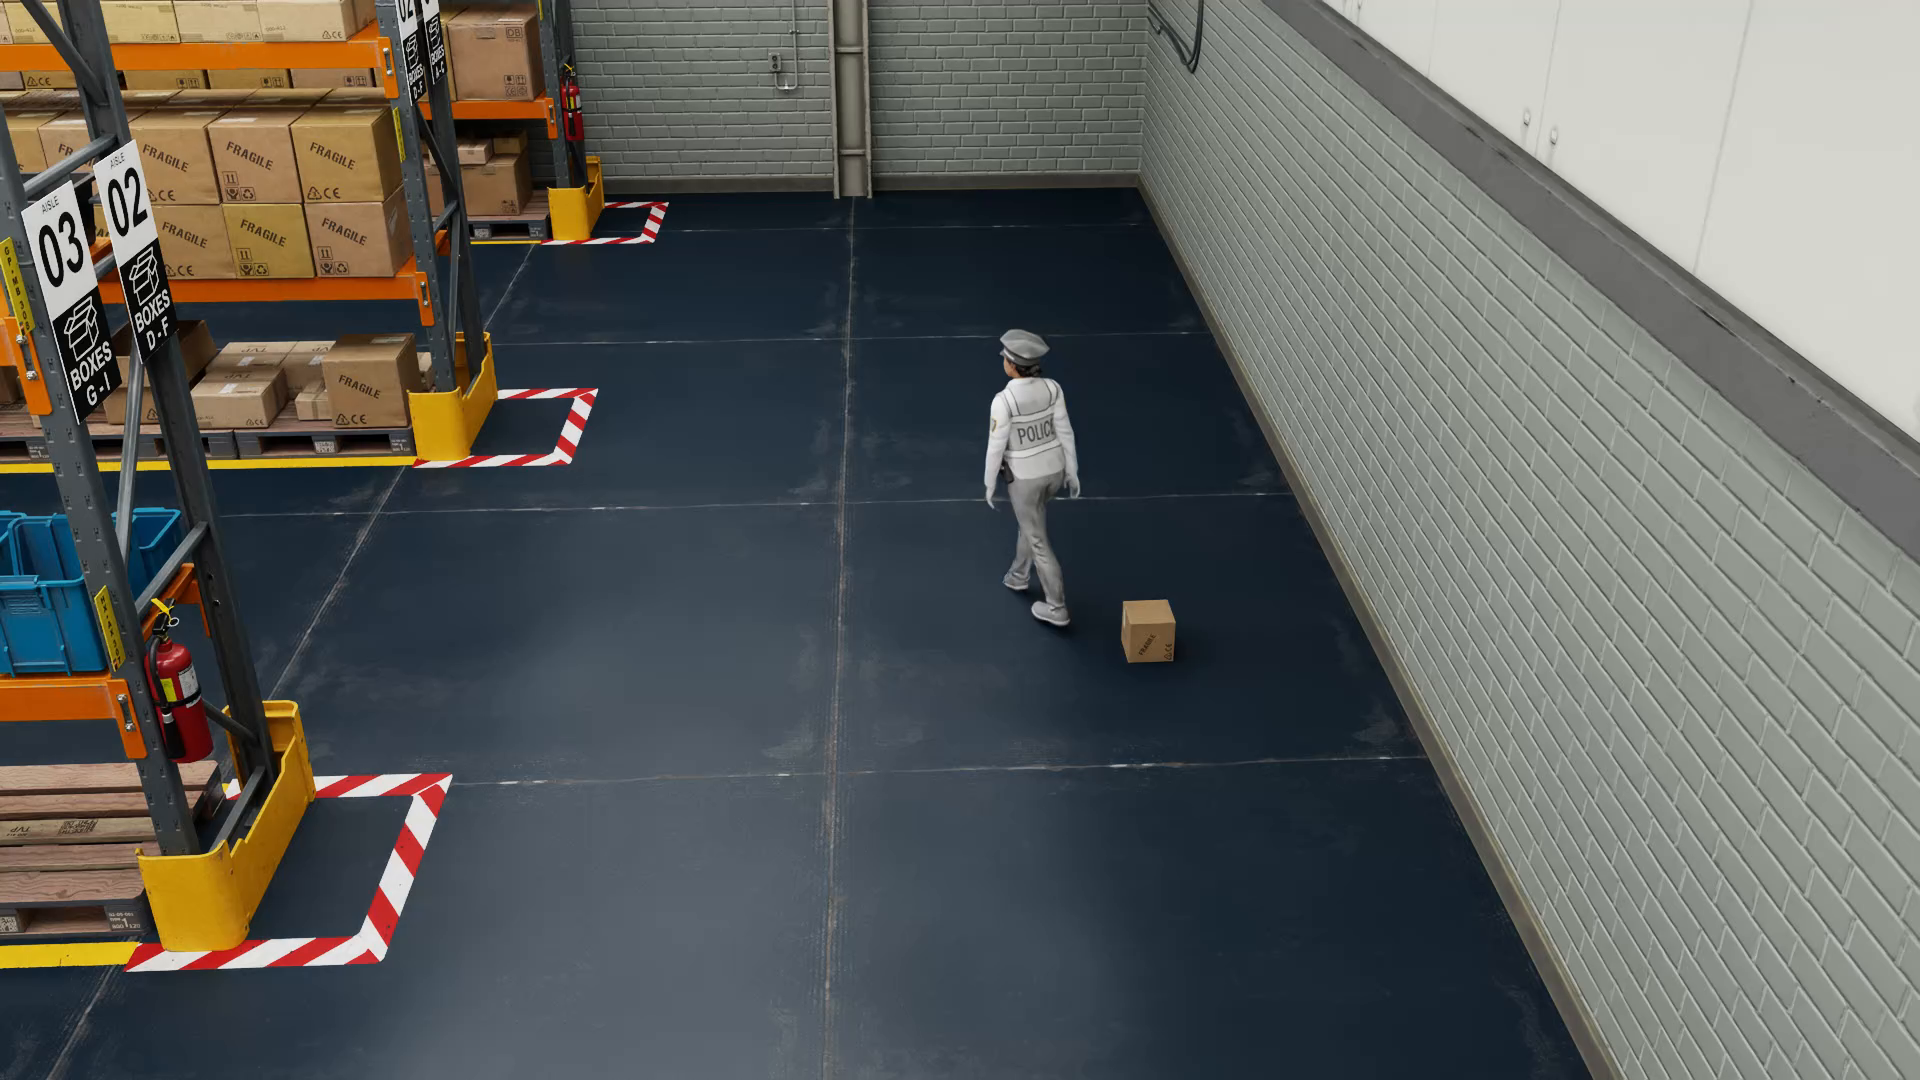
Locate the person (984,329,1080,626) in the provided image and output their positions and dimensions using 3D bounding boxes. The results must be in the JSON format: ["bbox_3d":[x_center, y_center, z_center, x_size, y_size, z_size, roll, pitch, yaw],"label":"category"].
[{"bbox_3d":[0.370,-0.333,9.257,0.508,1.695,0.715,-21,34,-34],"label":"person"}]
